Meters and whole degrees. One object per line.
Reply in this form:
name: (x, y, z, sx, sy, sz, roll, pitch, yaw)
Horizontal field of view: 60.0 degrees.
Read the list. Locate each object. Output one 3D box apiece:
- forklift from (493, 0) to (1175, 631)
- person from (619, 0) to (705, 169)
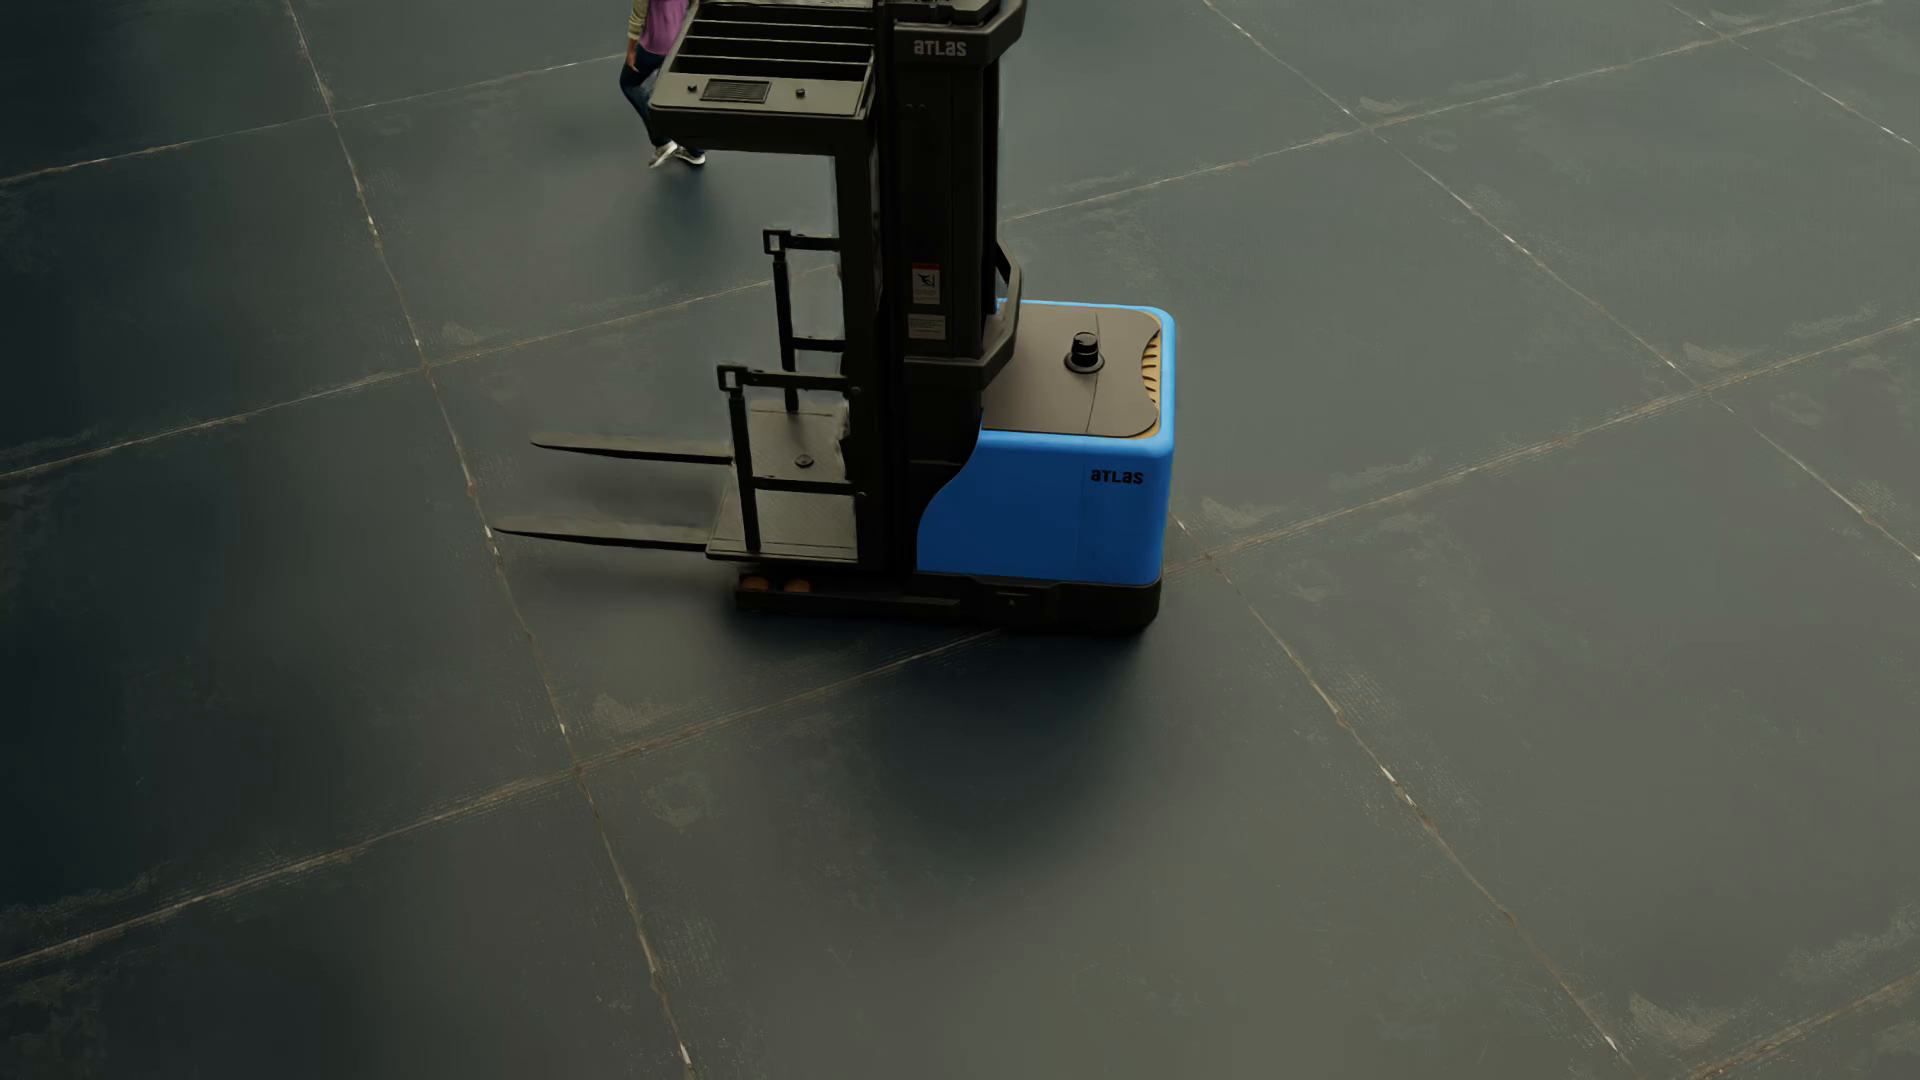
forklift: (-0.589, -1.089, 6.847, 3.031, 2.935, 1.130, 4, 43, 4)
person: (-1.777, -2.953, 9.838, 0.425, 1.578, 0.534, 27, 49, 26)
